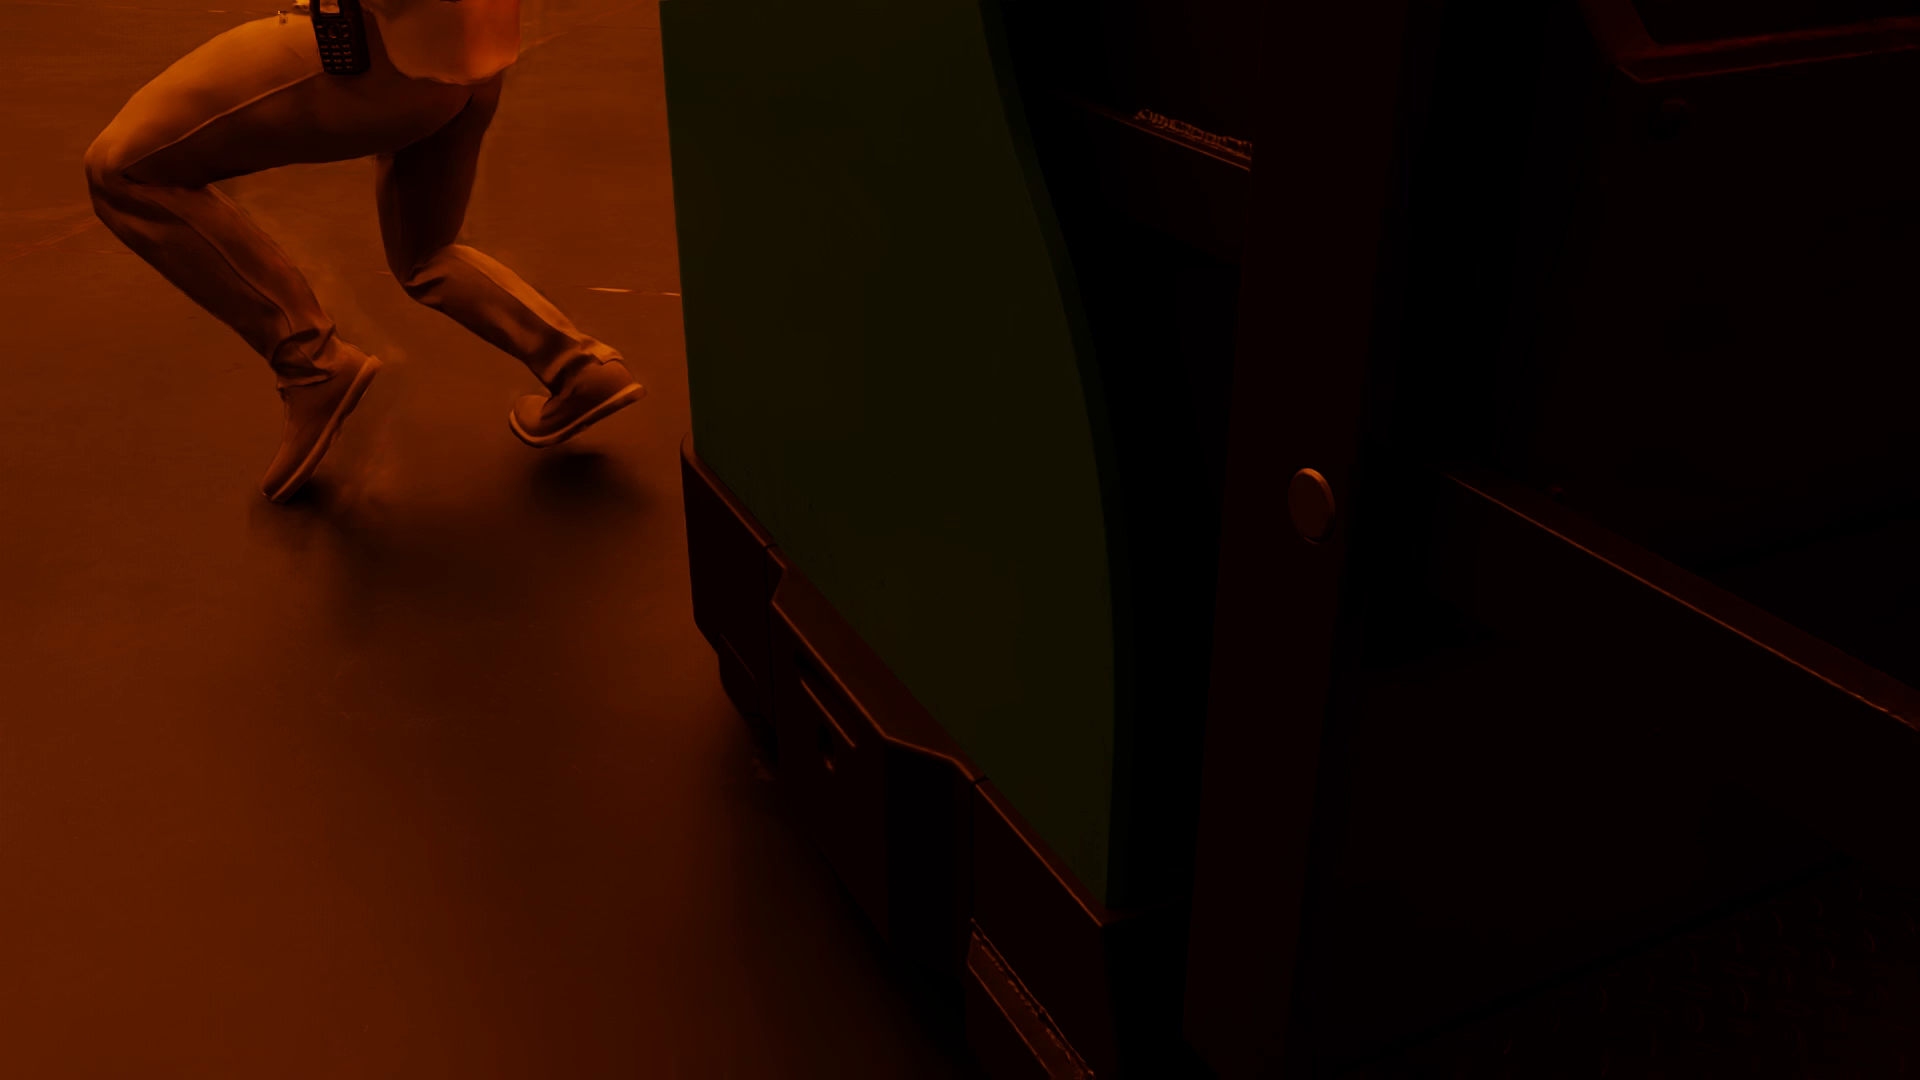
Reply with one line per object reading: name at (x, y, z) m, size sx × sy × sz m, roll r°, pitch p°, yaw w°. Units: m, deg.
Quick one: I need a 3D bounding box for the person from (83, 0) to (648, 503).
person at (-0.877, -0.710, 2.248) m, size 0.825 × 1.537 × 1.019 m, roll 4°, pitch 27°, yaw 8°

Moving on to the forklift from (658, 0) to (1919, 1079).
forklift at (0.771, -0.673, 0.579) m, size 1.130 × 2.935 × 3.031 m, roll -13°, pitch 29°, yaw -24°
